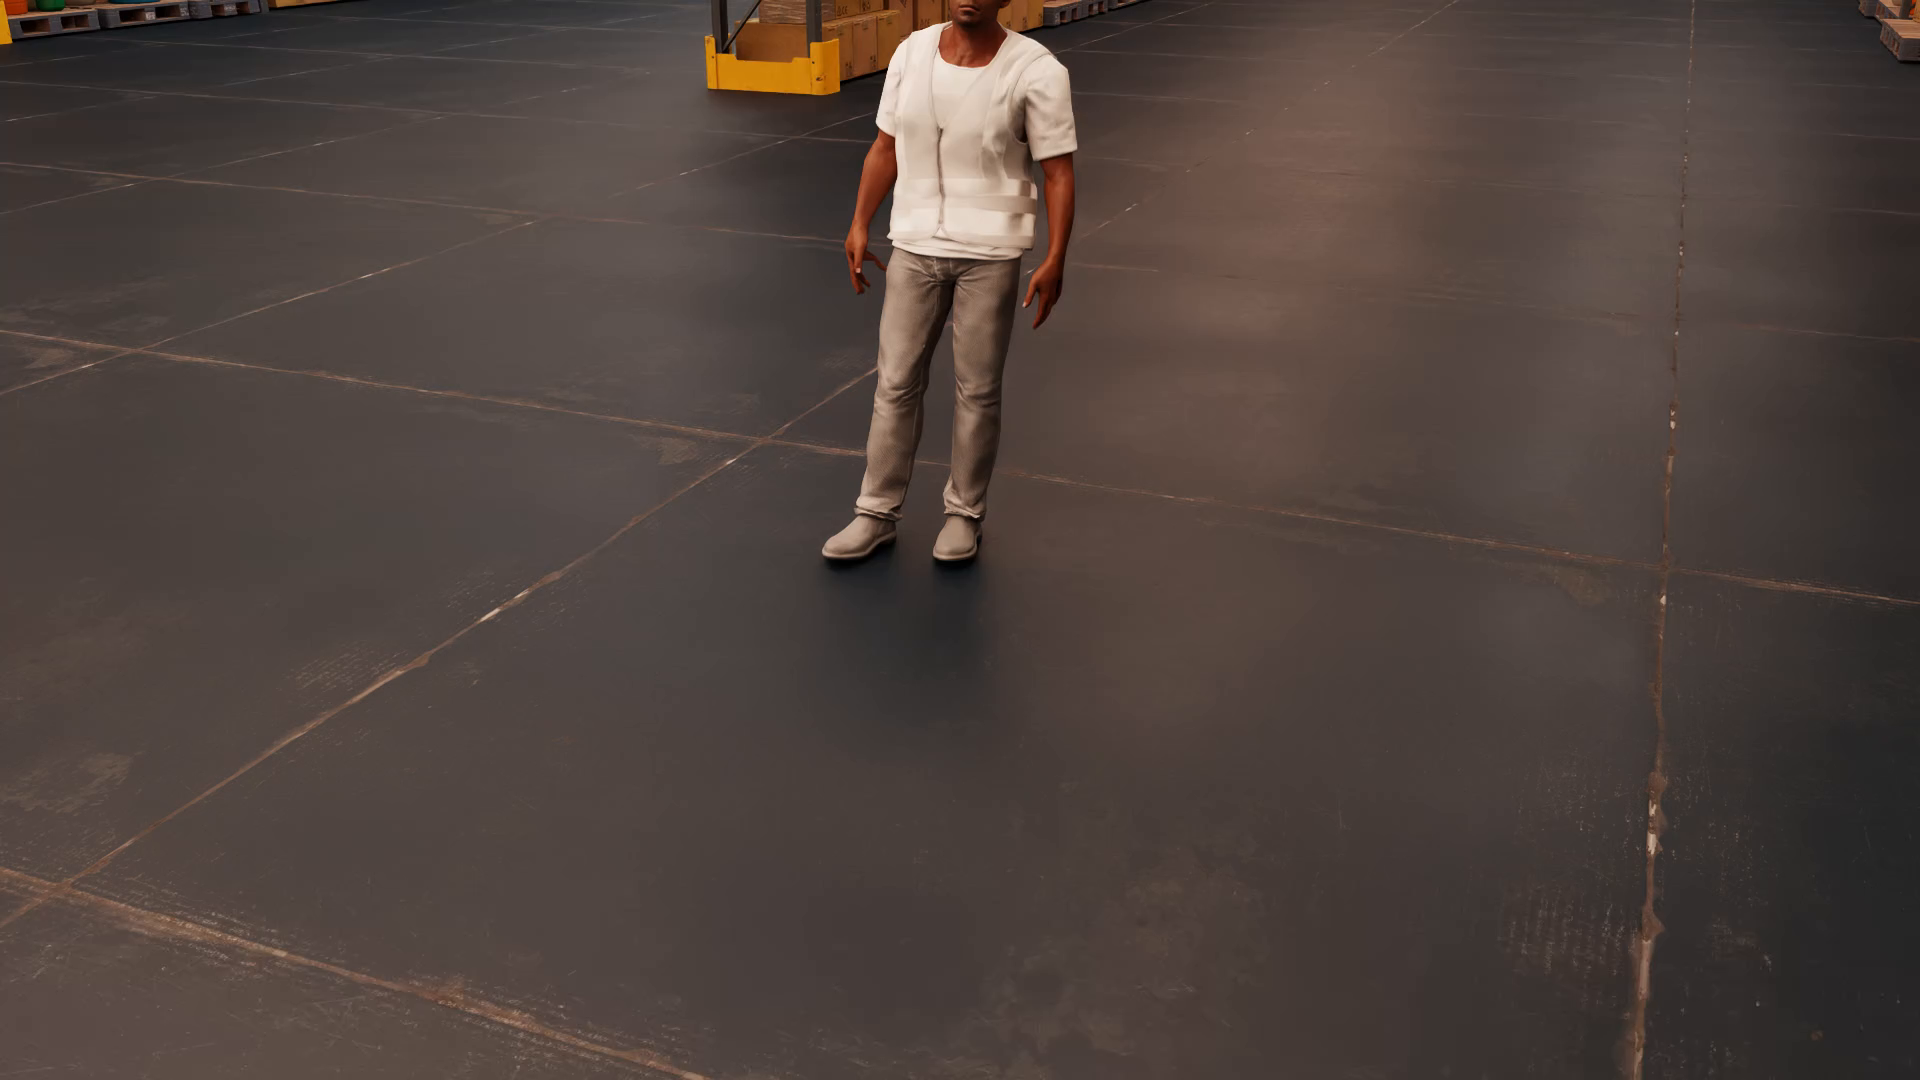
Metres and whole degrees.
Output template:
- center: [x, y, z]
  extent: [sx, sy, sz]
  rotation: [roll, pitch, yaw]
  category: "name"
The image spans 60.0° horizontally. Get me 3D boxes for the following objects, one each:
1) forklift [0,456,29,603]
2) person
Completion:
- center: [-4.030, -0.925, 3.505]
  extent: [3.031, 2.935, 1.130]
  rotation: [-6, 23, -14]
  category: "forklift"
- center: [-0.032, -0.797, 4.692]
  extent: [0.665, 1.768, 0.575]
  rotation: [9, 24, 21]
  category: "person"
